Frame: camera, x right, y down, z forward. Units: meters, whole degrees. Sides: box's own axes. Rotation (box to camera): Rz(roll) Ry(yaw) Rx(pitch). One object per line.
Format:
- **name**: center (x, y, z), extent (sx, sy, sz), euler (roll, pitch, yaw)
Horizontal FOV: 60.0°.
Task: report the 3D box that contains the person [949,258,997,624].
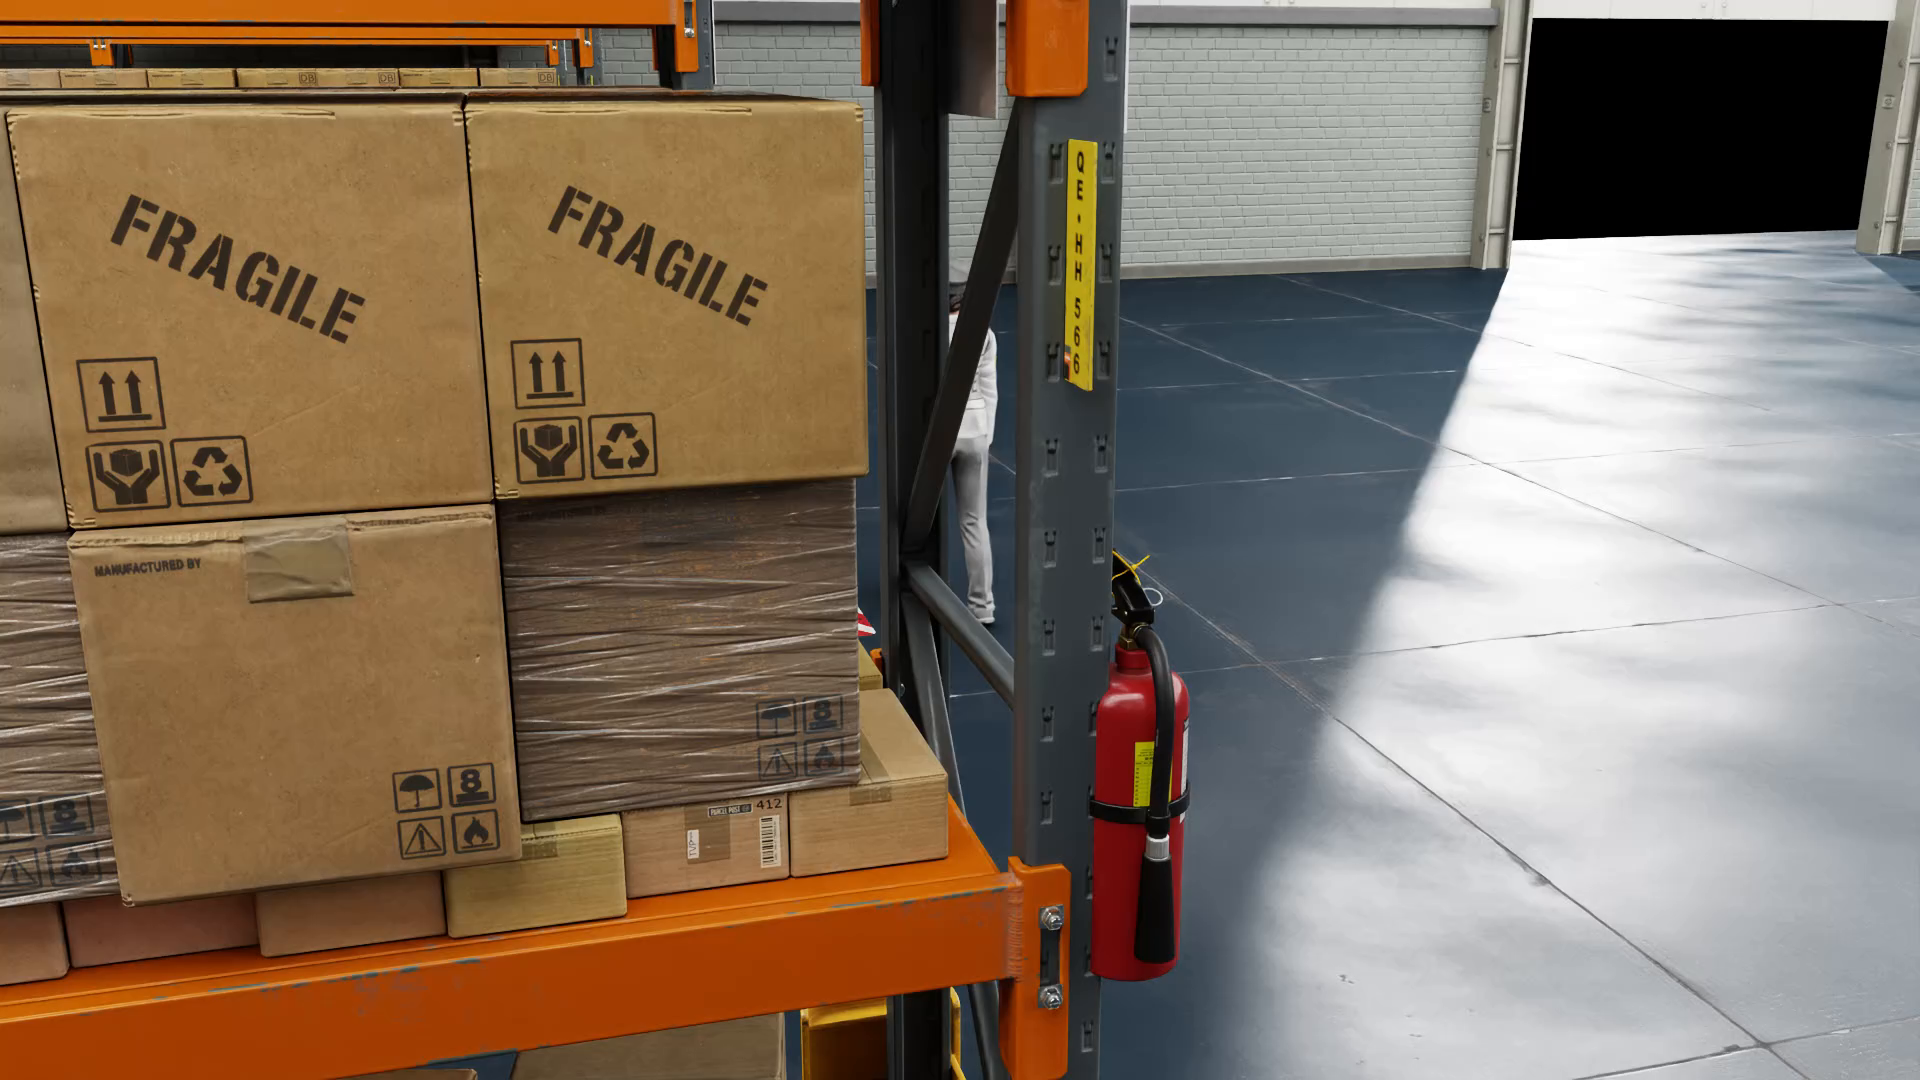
- **person**: center (-0.069, -0.421, 7.495), extent (0.465, 1.695, 0.343), euler (-5, 17, -18)
